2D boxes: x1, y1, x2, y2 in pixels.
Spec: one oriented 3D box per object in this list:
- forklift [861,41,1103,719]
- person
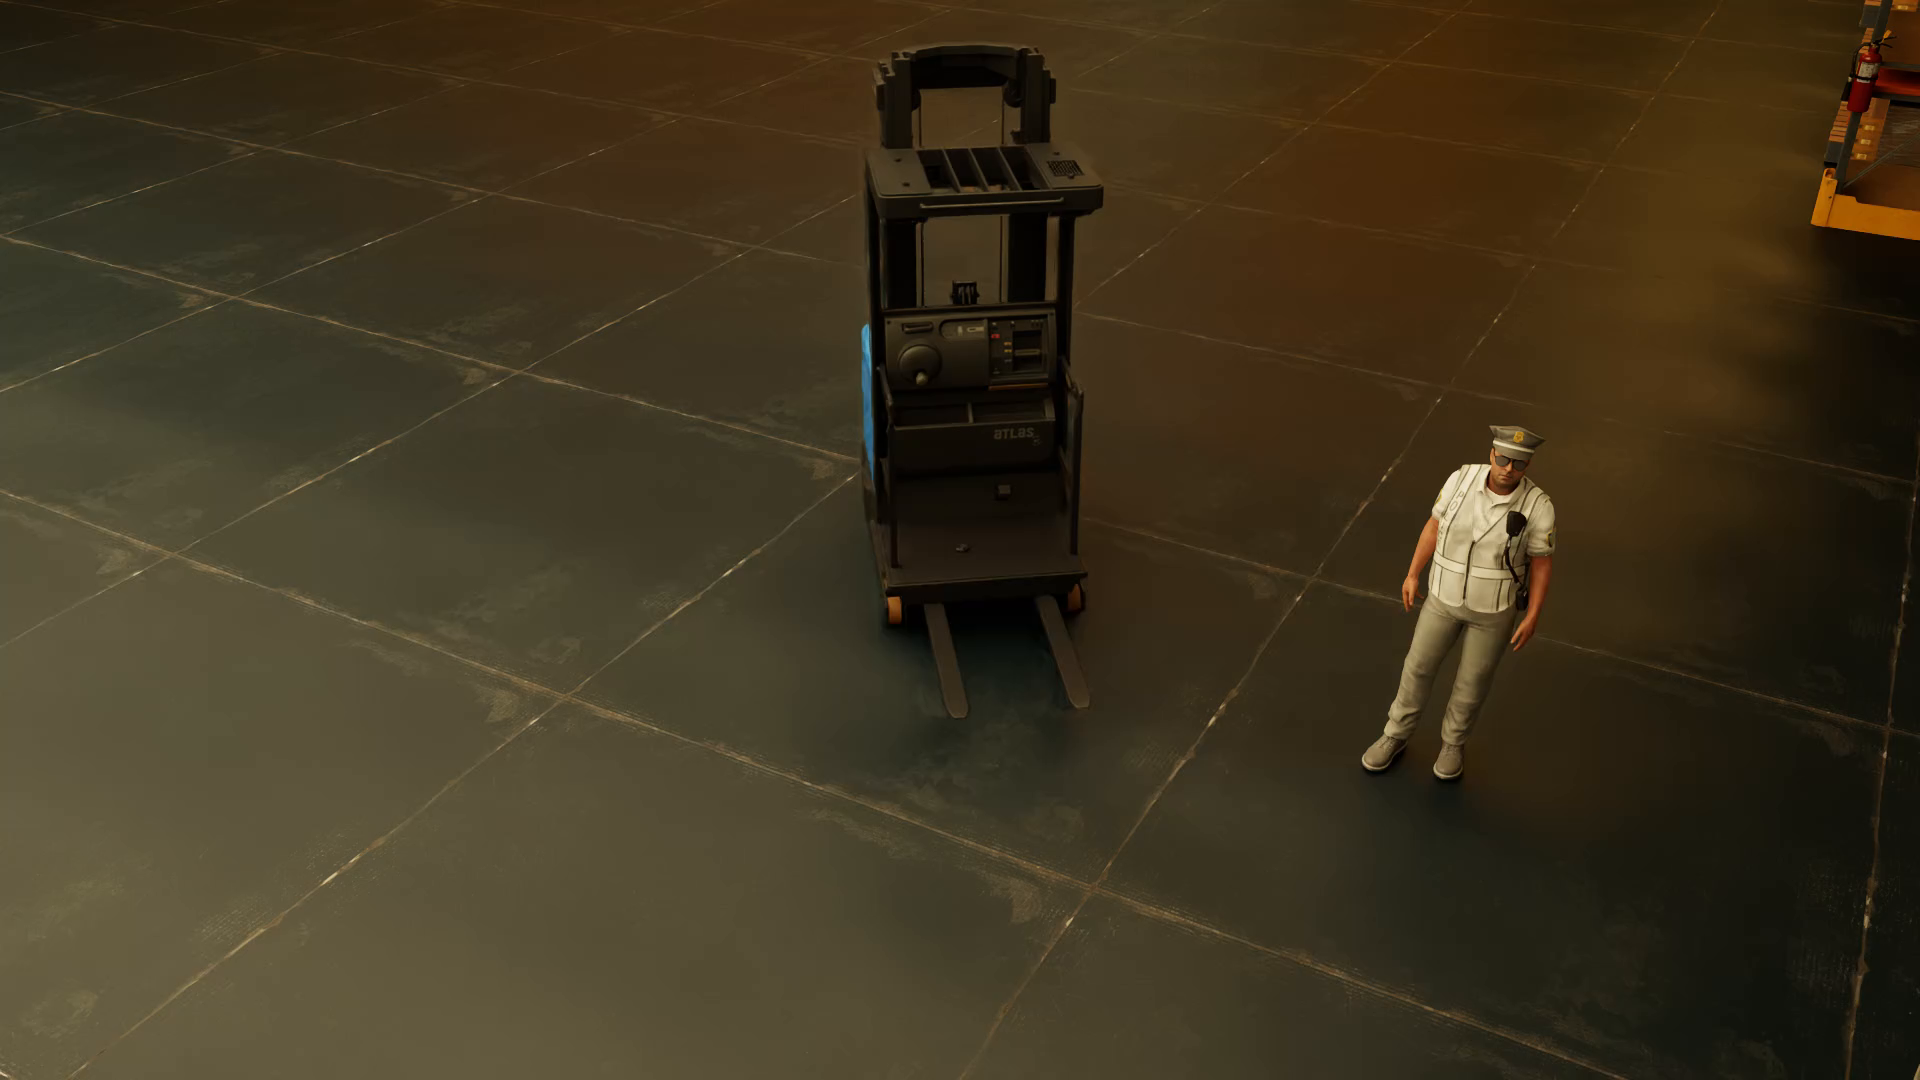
[{"bbox_3d":[0.093,-0.984,8.775,1.130,2.935,3.031,-4,30,-7],"label":"forklift"},{"bbox_3d":[2.345,0.298,7.691,0.638,1.780,0.576,17,34,27],"label":"person"}]
